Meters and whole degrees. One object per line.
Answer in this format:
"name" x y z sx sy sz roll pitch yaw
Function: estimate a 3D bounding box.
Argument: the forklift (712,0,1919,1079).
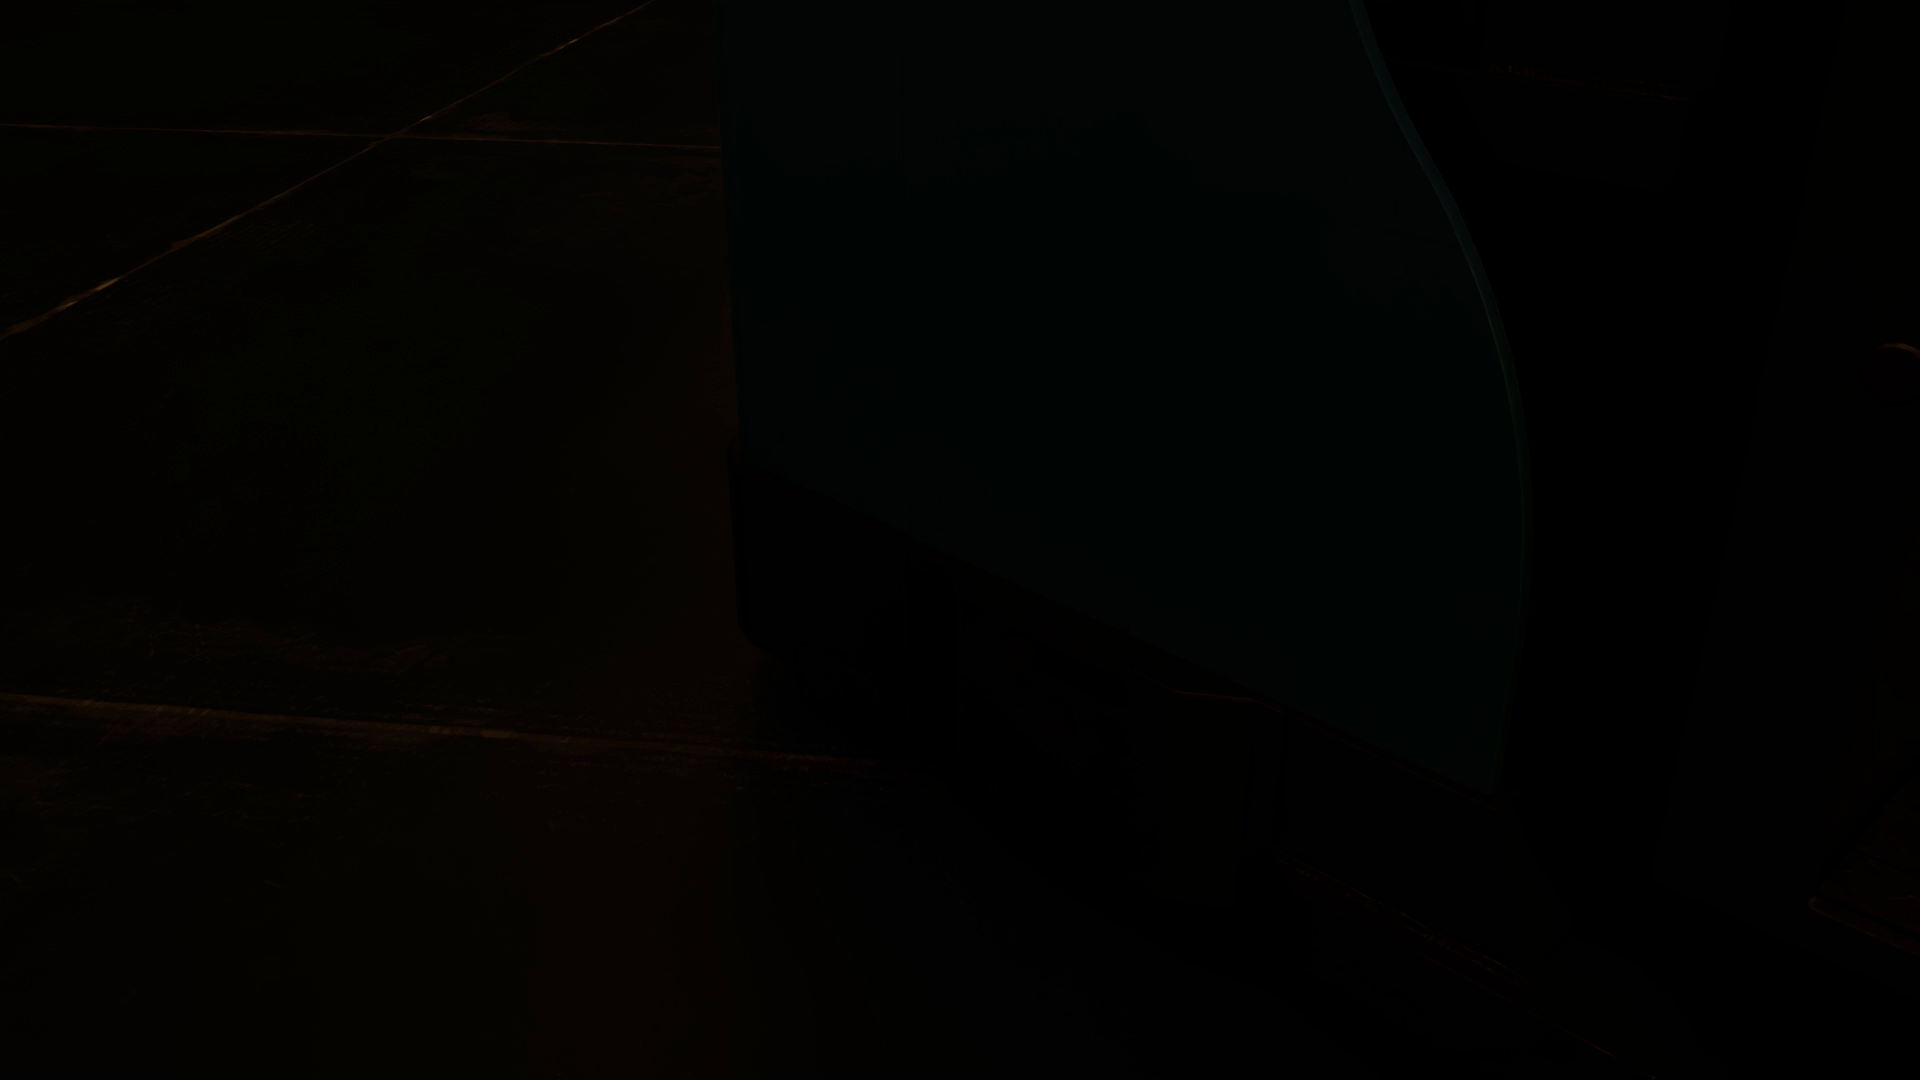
"forklift" 1.119 -0.841 0.902 3.031 2.935 1.130 24 35 39
